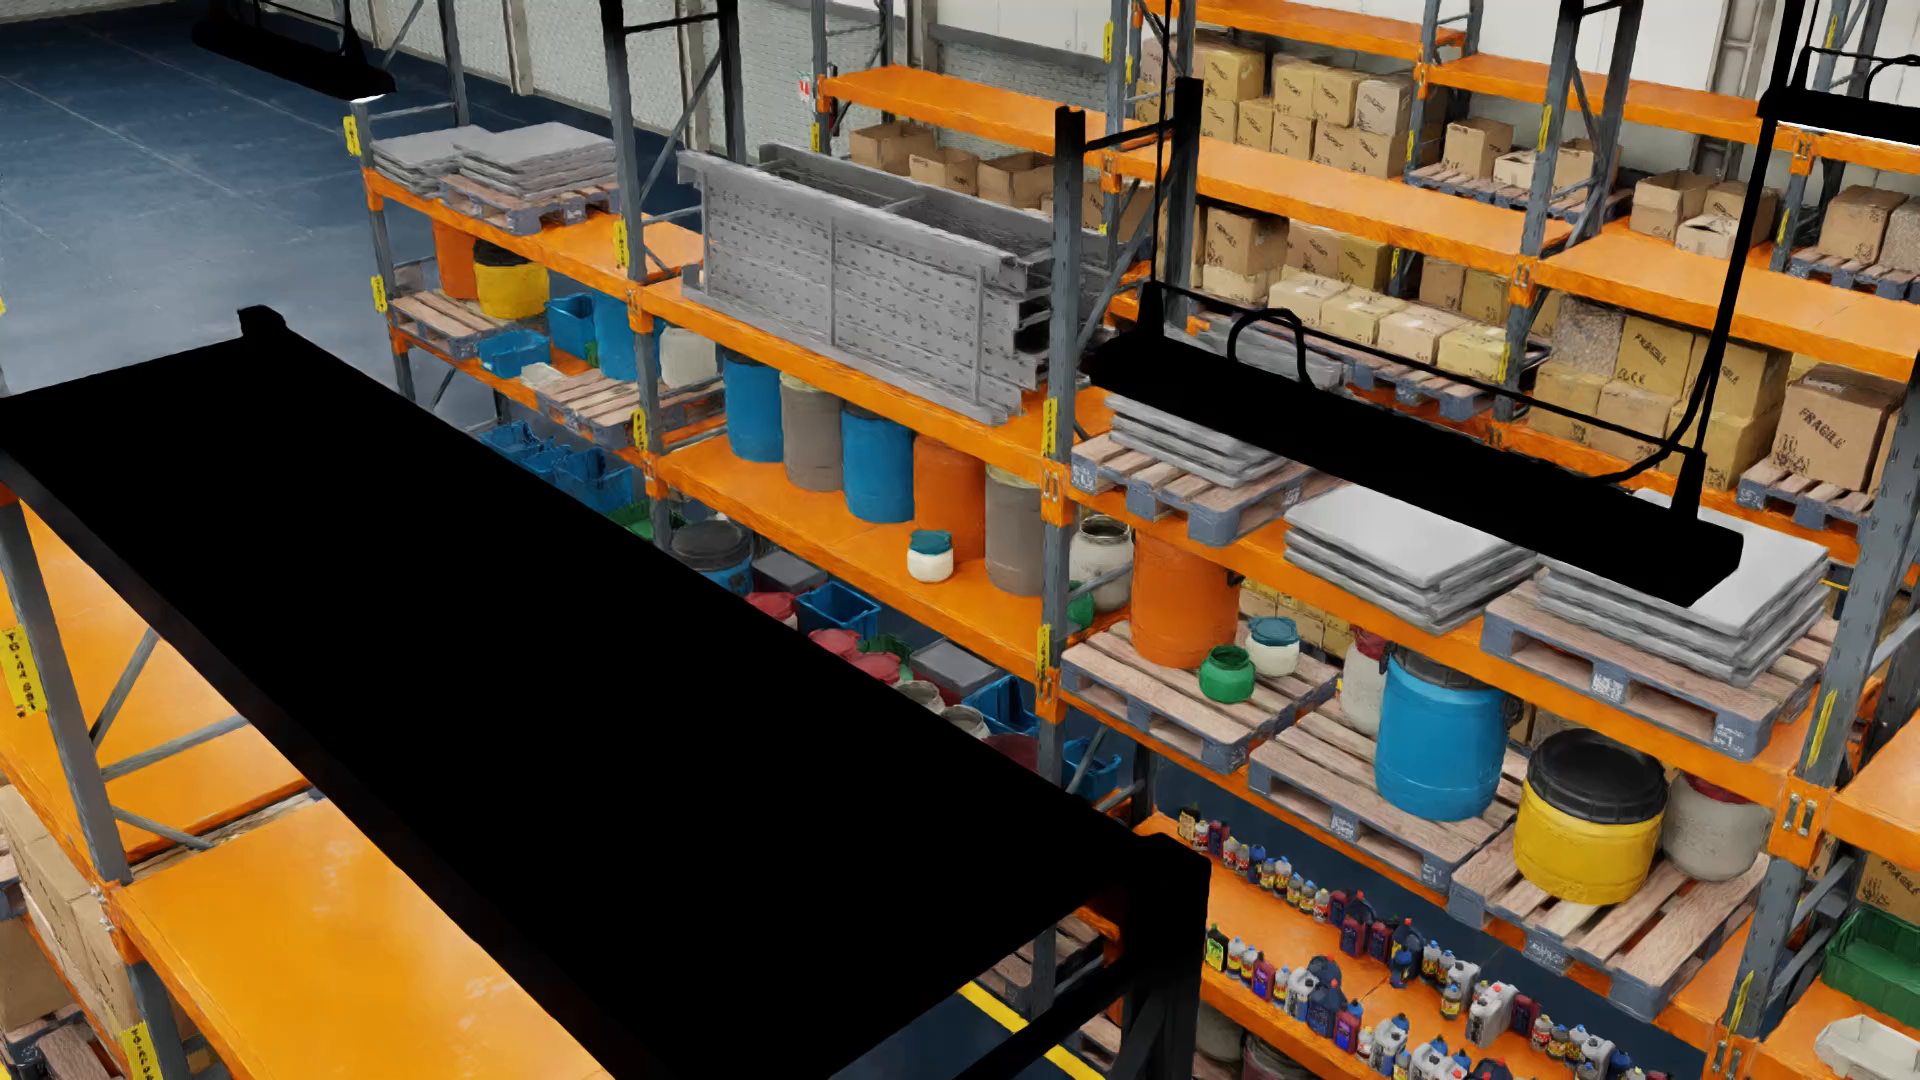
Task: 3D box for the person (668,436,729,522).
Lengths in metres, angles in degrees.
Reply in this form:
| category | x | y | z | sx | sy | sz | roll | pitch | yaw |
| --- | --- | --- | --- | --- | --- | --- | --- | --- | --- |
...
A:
| category | x | y | z | sx | sy | sz | roll | pitch | yaw |
| --- | --- | --- | --- | --- | --- | --- | --- | --- | --- |
| person | -2.648 | -0.685 | 16.301 | 1.174 | 1.698 | 0.601 | 25 | 37 | 38 |
